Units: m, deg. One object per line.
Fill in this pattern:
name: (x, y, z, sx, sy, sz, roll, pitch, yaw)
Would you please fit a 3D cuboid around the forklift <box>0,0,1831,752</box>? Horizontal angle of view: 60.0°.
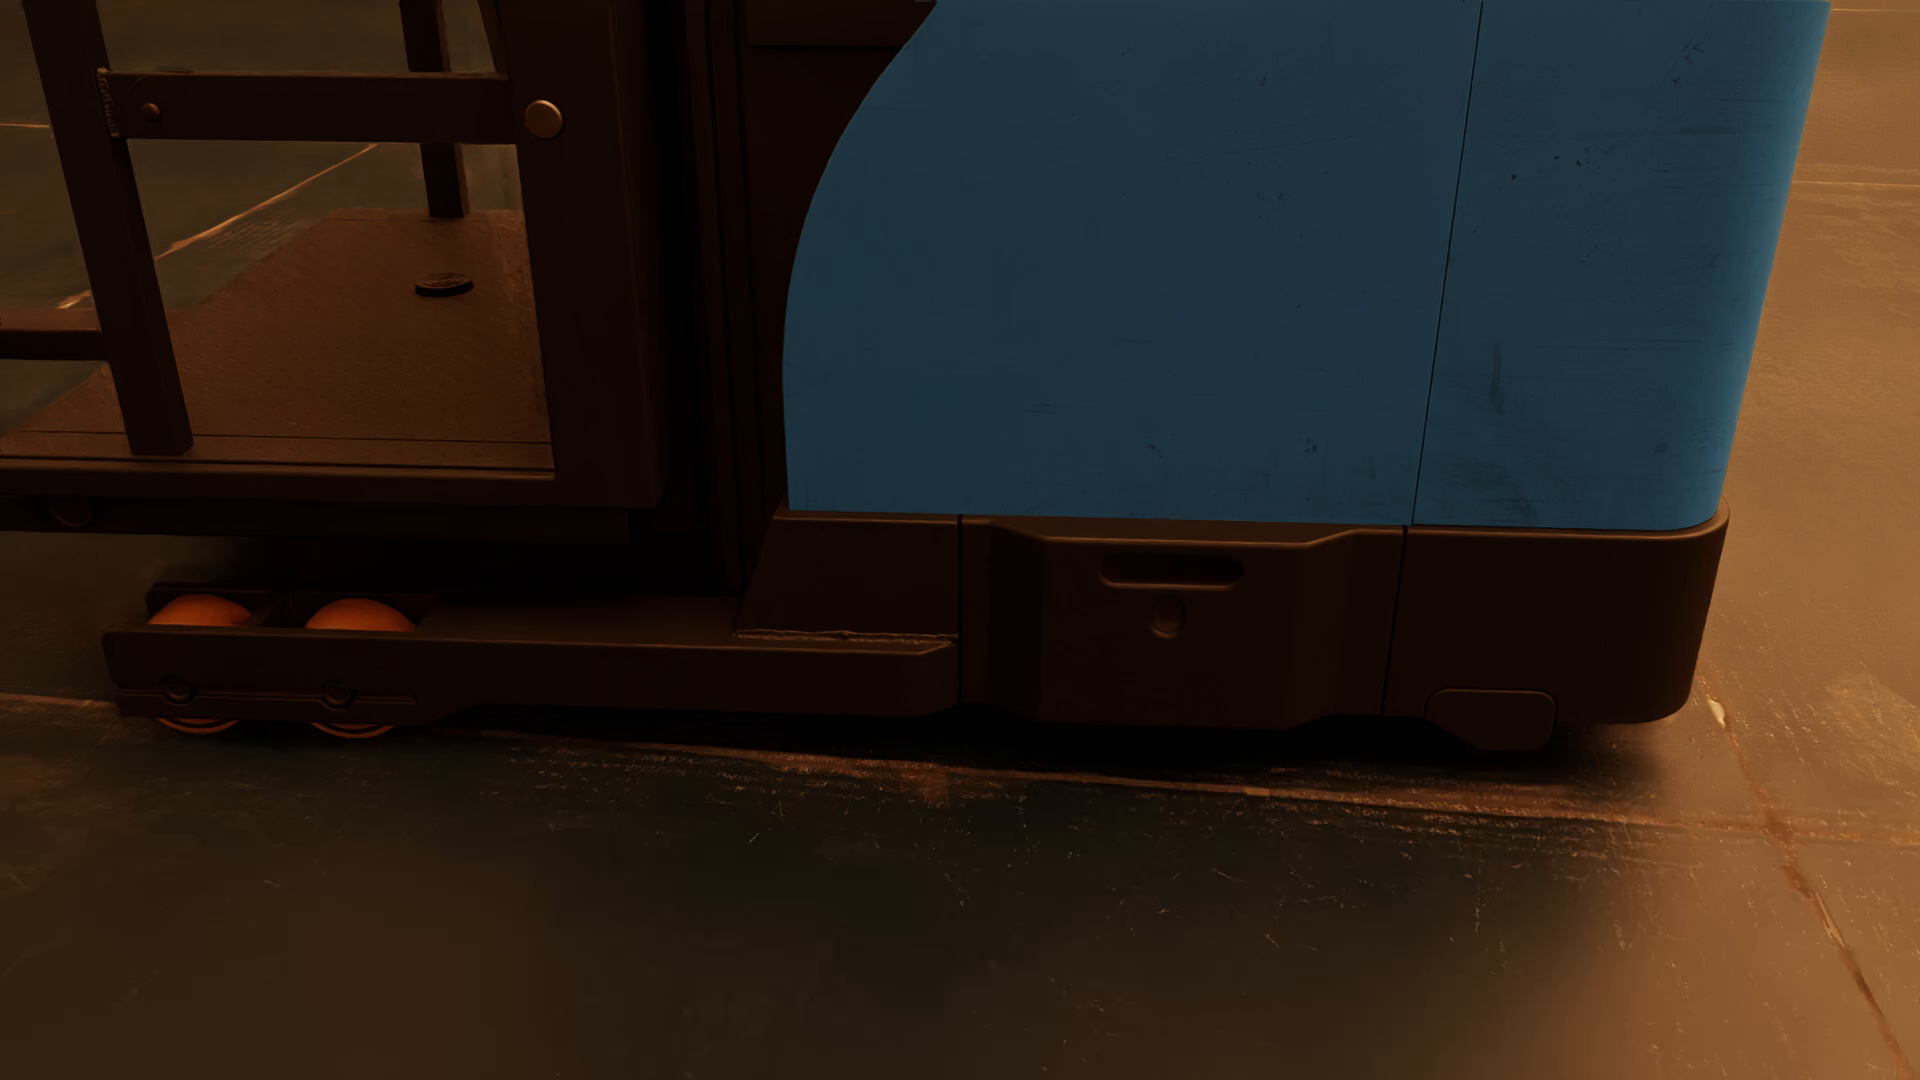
forklift: (-0.616, -1.305, 1.832, 3.031, 2.935, 1.130, 1, 27, 3)
